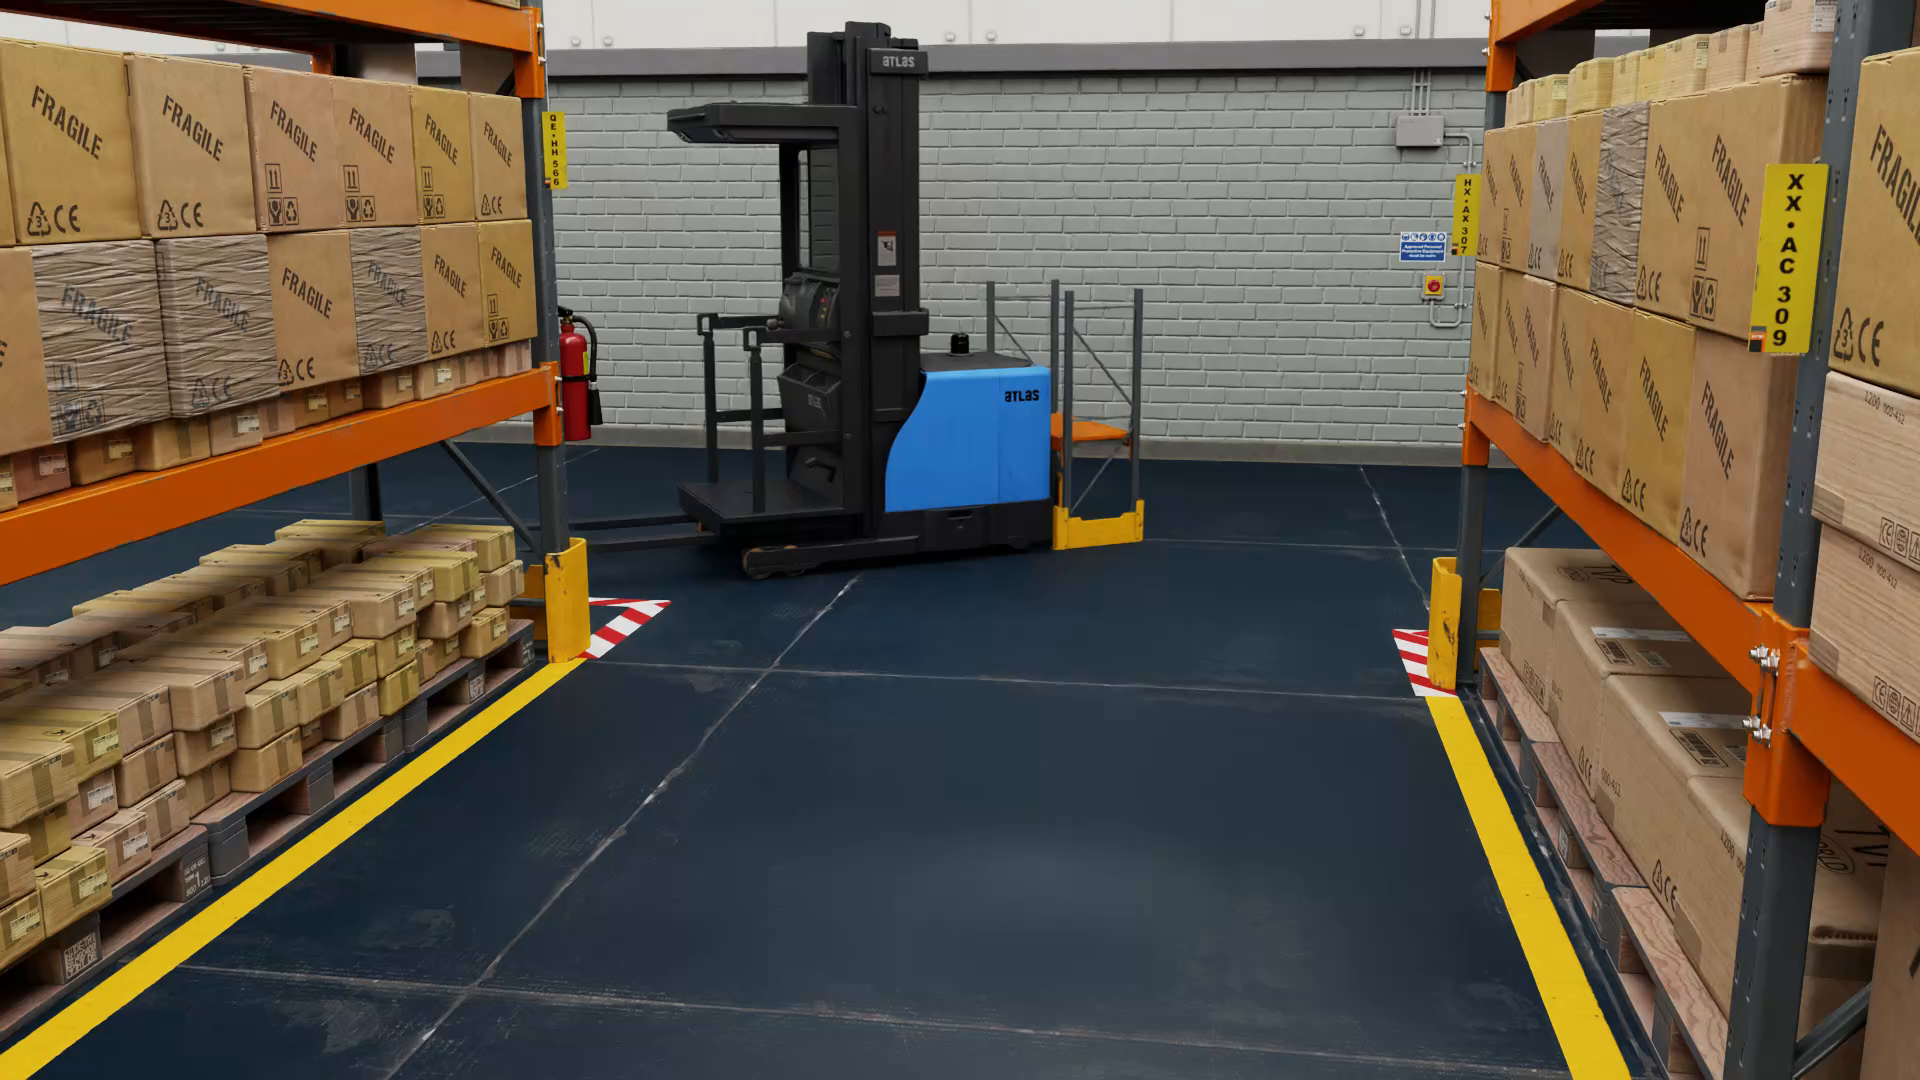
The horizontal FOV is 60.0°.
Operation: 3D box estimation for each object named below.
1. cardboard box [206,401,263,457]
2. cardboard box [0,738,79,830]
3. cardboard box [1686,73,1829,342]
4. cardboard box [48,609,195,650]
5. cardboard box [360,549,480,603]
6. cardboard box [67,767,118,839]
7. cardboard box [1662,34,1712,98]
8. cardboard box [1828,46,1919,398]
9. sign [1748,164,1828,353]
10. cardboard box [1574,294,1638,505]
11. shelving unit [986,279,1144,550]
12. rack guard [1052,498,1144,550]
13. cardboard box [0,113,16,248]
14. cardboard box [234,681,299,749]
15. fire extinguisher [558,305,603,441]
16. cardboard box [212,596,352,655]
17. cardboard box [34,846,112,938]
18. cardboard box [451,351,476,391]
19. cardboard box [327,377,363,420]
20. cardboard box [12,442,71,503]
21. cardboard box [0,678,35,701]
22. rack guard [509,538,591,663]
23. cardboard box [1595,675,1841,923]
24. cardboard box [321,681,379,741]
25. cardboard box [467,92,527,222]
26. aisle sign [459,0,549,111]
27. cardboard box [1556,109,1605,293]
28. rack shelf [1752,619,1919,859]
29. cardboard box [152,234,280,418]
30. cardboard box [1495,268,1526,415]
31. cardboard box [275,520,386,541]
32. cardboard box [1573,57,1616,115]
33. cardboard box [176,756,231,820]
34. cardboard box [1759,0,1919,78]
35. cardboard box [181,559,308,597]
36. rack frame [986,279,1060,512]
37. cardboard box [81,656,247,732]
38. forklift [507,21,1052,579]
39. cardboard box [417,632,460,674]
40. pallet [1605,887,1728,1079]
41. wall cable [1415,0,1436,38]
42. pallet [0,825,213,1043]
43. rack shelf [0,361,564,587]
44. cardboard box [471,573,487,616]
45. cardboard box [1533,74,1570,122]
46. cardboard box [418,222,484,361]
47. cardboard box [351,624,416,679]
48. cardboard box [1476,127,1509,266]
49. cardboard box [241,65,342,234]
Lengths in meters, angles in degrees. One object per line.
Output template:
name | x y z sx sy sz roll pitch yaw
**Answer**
cardboard box | -2.388 -0.353 5.106 0.380 0.149 0.250 2 12 11
cardboard box | -2.551 0.626 4.327 0.380 0.149 0.250 3 12 11
cardboard box | 1.797 -0.657 3.310 0.500 0.500 0.500 2 12 8
cardboard box | -2.837 0.342 5.646 0.380 0.149 0.250 2 12 9
cardboard box | -2.135 0.140 6.580 0.380 0.149 0.250 2 12 7
cardboard box | -2.585 0.719 4.601 0.380 0.149 0.250 2 12 8
cardboard box | 1.950 -1.151 4.062 0.380 0.149 0.250 2 12 8
cardboard box | 1.646 -0.467 2.431 0.500 0.500 0.500 2 12 9
sign | 1.449 -0.491 2.911 0.100 0.325 0.005 2 12 9
cardboard box | 1.953 -0.378 4.390 0.500 0.500 0.500 2 12 8
shelving unit | 0.610 -0.803 10.161 0.587 1.500 1.083 -6 13 -24
rack guard | 0.821 -0.097 9.851 0.587 0.250 0.087 -6 13 -24
cardboard box | -2.599 -0.920 3.827 0.500 0.500 0.500 2 12 10
cardboard box | -2.374 0.556 5.357 0.380 0.149 0.250 2 12 8
fire extinguisher | -1.799 -0.801 7.660 0.296 0.674 0.183 2 12 9
cardboard box | -2.374 0.301 5.833 0.380 0.149 0.250 1 12 7
cardboard box | -2.495 0.916 4.392 0.380 0.149 0.250 2 12 10
cardboard box | -2.164 -0.681 6.629 0.380 0.149 0.250 2 12 8
cardboard box | -2.350 -0.519 5.877 0.380 0.149 0.250 1 12 6
cardboard box | -2.587 -0.190 4.352 0.380 0.149 0.250 1 12 6
cardboard box | -2.964 0.506 4.885 0.380 0.149 0.250 2 12 11
rack guard | -2.306 0.254 7.629 1.175 0.500 0.348 2 12 9
cardboard box | 2.337 0.722 4.610 0.875 0.438 0.875 2 12 7
cardboard box | -2.299 0.593 5.892 0.380 0.149 0.250 2 12 10
cardboard box | -2.119 -1.564 6.812 0.500 0.500 0.500 2 12 7
aisle sign | -1.986 -2.260 7.191 0.394 0.787 0.004 2 12 9
cardboard box | 2.037 -0.972 4.775 0.500 0.500 0.500 2 12 9
rack shelf | 1.690 0.756 1.073 1.077 0.370 4.000 2 12 9
cardboard box | -2.402 -0.647 4.934 0.500 0.500 0.500 2 12 7
cardboard box | 2.205 -0.697 5.869 0.500 0.500 0.500 2 12 8
cardboard box | -2.710 0.012 7.177 0.380 0.149 0.250 1 12 6
cardboard box | 2.004 -1.313 4.815 0.380 0.149 0.250 2 12 7
cardboard box | -2.512 0.751 5.158 0.380 0.149 0.250 1 12 6
cardboard box | 1.730 -0.941 3.090 0.380 0.149 0.250 2 12 7
cardboard box | -2.756 0.176 6.417 0.380 0.149 0.250 1 12 6
rack frame | 0.399 -0.899 10.603 0.500 1.500 0.032 -6 13 -24
cardboard box | -2.423 0.466 5.068 0.380 0.149 0.250 2 12 10
forklift | -1.029 -1.346 9.281 3.031 2.935 1.130 -5 13 -22
cardboard box | -2.234 0.430 6.649 0.380 0.149 0.250 2 12 8
pallet | 2.192 1.195 3.945 1.003 0.211 1.213 2 12 9
wall cable | 3.209 -4.970 11.697 0.463 3.000 0.029 2 12 9
pallet | -2.841 1.071 4.523 1.003 0.211 1.213 2 12 9
rack shelf | -2.602 -0.216 5.583 1.077 0.370 4.000 2 12 9
cardboard box | -2.187 0.231 6.867 0.380 0.149 0.250 2 12 7
cardboard box | 2.138 -1.472 5.552 0.380 0.149 0.250 1 12 7
cardboard box | -2.193 -0.969 6.428 0.500 0.500 0.500 2 12 8
cardboard box | -2.238 0.395 6.107 0.380 0.149 0.250 2 12 9
cardboard box | 2.257 -1.292 6.256 0.500 0.500 0.500 2 12 7
cardboard box | -2.346 -1.239 5.308 0.500 0.500 0.500 1 12 7
